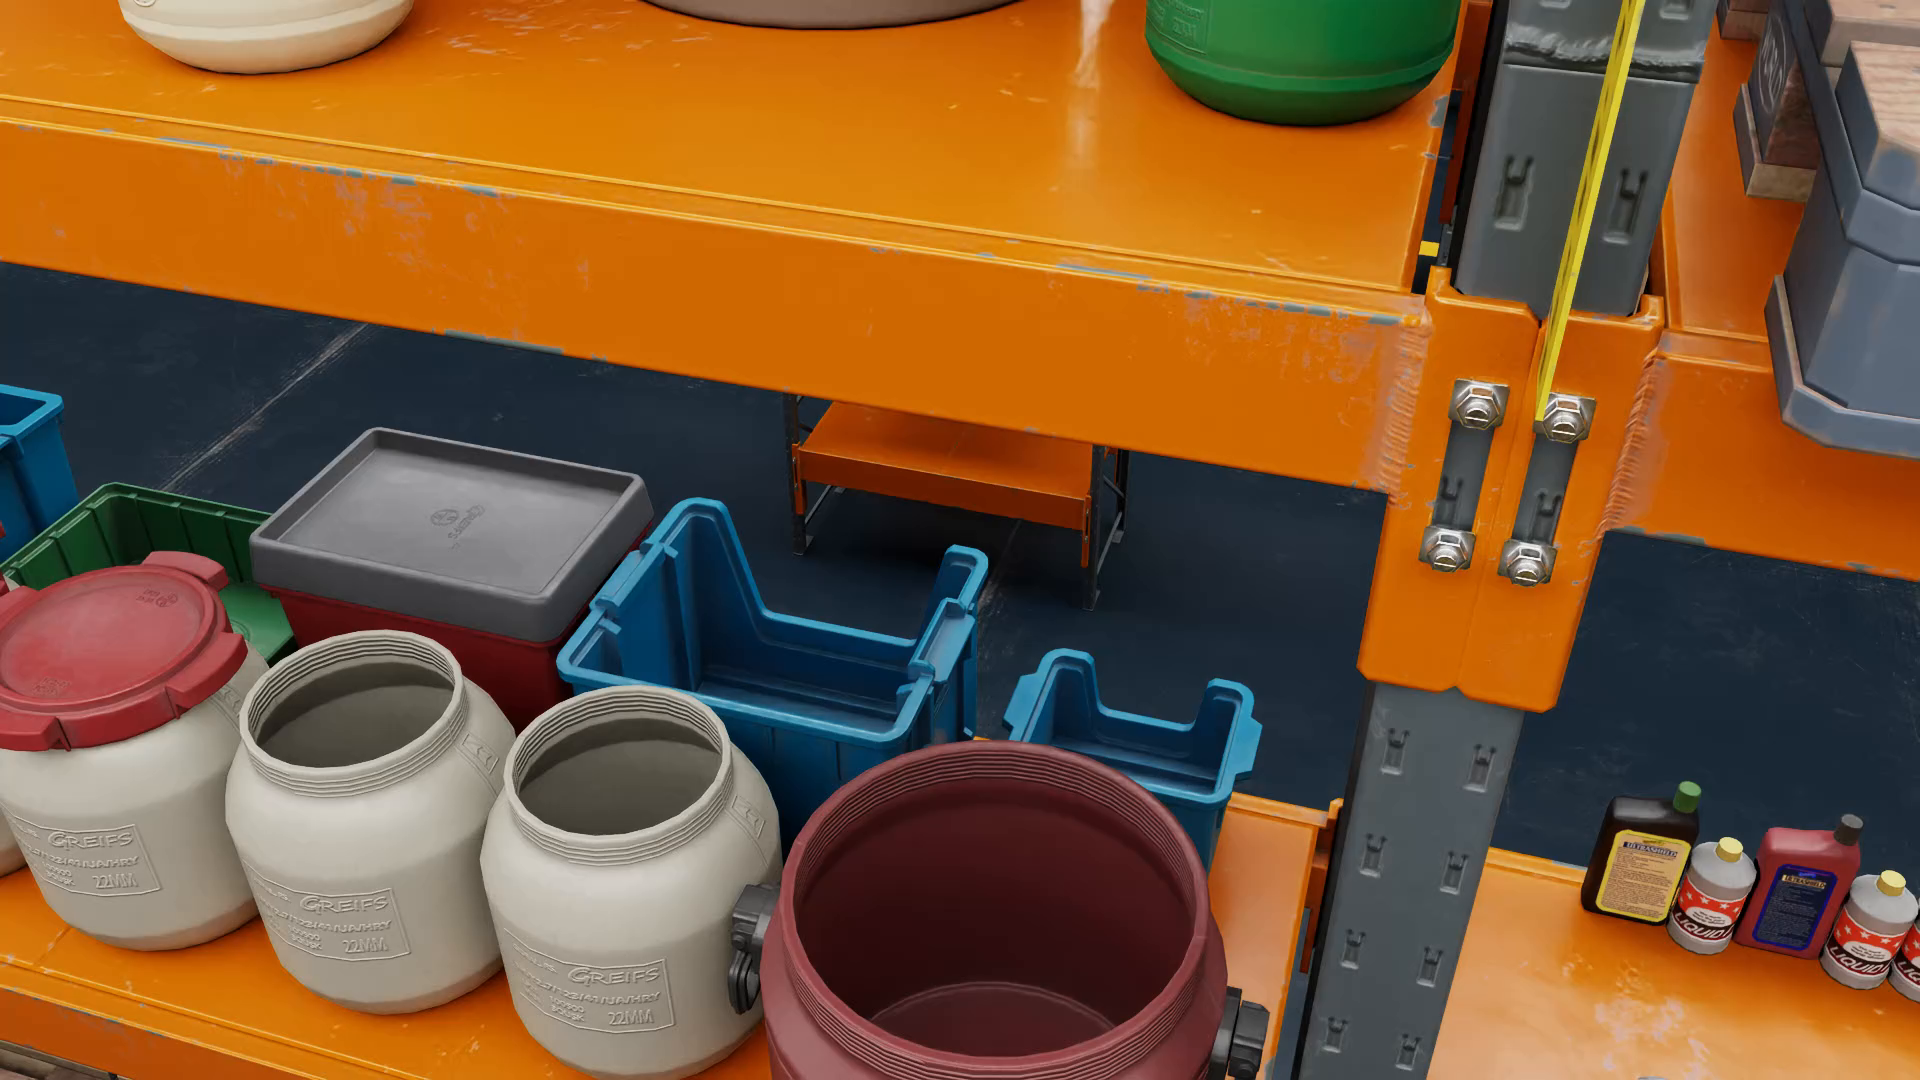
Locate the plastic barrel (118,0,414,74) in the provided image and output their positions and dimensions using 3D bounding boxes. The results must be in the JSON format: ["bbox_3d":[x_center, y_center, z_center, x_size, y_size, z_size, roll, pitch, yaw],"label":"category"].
[{"bbox_3d":[-0.707,-0.632,1.664,0.301,0.262,0.301,0,36,0],"label":"plastic barrel"}]

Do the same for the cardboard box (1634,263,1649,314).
[{"bbox_3d":[2.406,-1.117,6.475,0.500,0.500,0.500,12,38,16],"label":"cardboard box"}]

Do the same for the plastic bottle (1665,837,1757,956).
[{"bbox_3d":[1.194,0.554,2.635,0.097,0.201,0.097,0,36,0],"label":"plastic bottle"}]

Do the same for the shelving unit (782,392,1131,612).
[{"bbox_3d":[0.006,-0.452,5.415,1.048,1.125,0.538,10,38,14],"label":"shelving unit"}]

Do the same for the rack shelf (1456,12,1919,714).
[{"bbox_3d":[2.485,0.048,1.230,4.000,0.370,1.077,10,38,14],"label":"rack shelf"}]

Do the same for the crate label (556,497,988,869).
[{"bbox_3d":[-0.291,0.270,2.823,0.616,0.435,0.502,10,38,14],"label":"crate label"}]

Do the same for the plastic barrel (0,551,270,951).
[{"bbox_3d":[-1.281,0.351,2.629,0.433,0.535,0.433,0,36,0],"label":"plastic barrel"}]

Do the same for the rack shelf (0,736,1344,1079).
[{"bbox_3d":[-1.333,0.549,3.080,4.000,0.370,1.077,10,38,14],"label":"rack shelf"}]

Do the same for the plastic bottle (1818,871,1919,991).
[{"bbox_3d":[1.415,0.595,2.579,0.097,0.201,0.097,0,36,0],"label":"plastic bottle"}]

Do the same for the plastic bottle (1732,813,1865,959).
[{"bbox_3d":[1.310,0.531,2.597,0.133,0.283,0.061,10,38,14],"label":"plastic bottle"}]

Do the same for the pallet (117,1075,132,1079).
[{"bbox_3d":[-1.312,1.360,3.724,1.213,0.211,1.003,10,38,14],"label":"pallet"}]

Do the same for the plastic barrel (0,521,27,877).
[{"bbox_3d":[-1.694,0.274,2.732,0.433,0.535,0.433,0,36,0],"label":"plastic barrel"}]

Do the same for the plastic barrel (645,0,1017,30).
[{"bbox_3d":[-0.143,-1.065,1.713,0.600,0.901,0.600,0,36,0],"label":"plastic barrel"}]

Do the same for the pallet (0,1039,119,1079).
[{"bbox_3d":[-2.481,1.146,4.015,1.213,0.211,1.003,10,38,14],"label":"pallet"}]

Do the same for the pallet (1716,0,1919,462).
[{"bbox_3d":[1.277,-0.328,1.295,1.213,0.211,1.003,10,38,14],"label":"pallet"}]

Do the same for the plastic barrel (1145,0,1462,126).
[{"bbox_3d":[0.325,-0.547,1.564,0.294,0.245,0.294,0,36,0],"label":"plastic barrel"}]

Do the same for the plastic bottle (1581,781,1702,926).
[{"bbox_3d":[1.090,0.490,2.652,0.133,0.283,0.061,10,38,14],"label":"plastic bottle"}]

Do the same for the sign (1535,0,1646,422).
[{"bbox_3d":[0.419,-0.240,1.104,0.005,0.325,0.100,10,38,14],"label":"sign"}]

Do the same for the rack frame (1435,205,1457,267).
[{"bbox_3d":[2.057,-2.189,6.194,0.127,3.000,1.000,10,38,14],"label":"rack frame"}]

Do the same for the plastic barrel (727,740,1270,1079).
[{"bbox_3d":[0.043,0.648,2.225,0.708,0.536,0.600,10,38,14],"label":"plastic barrel"}]

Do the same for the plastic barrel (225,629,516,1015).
[{"bbox_3d":[-0.871,0.433,2.538,0.421,0.512,0.421,0,36,0],"label":"plastic barrel"}]

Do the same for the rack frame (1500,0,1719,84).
[{"bbox_3d":[0.576,-1.803,0.608,0.127,3.000,1.000,10,38,14],"label":"rack frame"}]

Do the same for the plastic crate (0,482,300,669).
[{"bbox_3d":[-1.495,0.139,3.209,0.662,0.188,0.450,10,38,14],"label":"plastic crate"}]

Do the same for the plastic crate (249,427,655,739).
[{"bbox_3d":[-0.875,0.128,2.991,0.583,0.464,0.402,10,38,14],"label":"plastic crate"}]

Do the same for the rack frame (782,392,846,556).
[{"bbox_3d":[-0.479,-0.542,5.537,0.032,1.125,0.500,10,38,14],"label":"rack frame"}]

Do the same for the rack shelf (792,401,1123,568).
[{"bbox_3d":[0.006,-0.255,5.560,1.000,0.278,0.538,10,38,14],"label":"rack shelf"}]

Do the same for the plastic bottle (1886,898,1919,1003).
[{"bbox_3d":[1.507,0.612,2.556,0.097,0.201,0.097,0,36,0],"label":"plastic bottle"}]

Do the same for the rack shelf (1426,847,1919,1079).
[{"bbox_3d":[2.485,1.256,2.120,4.000,0.370,1.077,10,38,14],"label":"rack shelf"}]

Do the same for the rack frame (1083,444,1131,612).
[{"bbox_3d":[0.492,-0.362,5.293,0.032,1.125,0.500,10,38,14],"label":"rack frame"}]

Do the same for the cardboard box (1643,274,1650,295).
[{"bbox_3d":[2.907,-1.028,6.354,0.500,0.500,0.500,9,37,12],"label":"cardboard box"}]

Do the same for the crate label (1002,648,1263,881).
[{"bbox_3d":[0.286,0.394,2.826,0.416,0.233,0.303,10,38,14],"label":"crate label"}]

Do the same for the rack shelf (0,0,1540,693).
[{"bbox_3d":[-1.333,-0.659,2.191,4.000,0.370,1.077,10,38,14],"label":"rack shelf"}]

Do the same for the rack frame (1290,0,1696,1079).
[{"bbox_3d":[0.576,0.613,2.387,0.127,3.000,1.000,10,38,14],"label":"rack frame"}]

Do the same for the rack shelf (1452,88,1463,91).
[{"bbox_3d":[0.148,-2.253,6.887,4.000,0.370,1.077,10,38,14],"label":"rack shelf"}]

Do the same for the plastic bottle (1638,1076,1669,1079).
[{"bbox_3d":[0.938,0.836,2.188,0.135,0.276,0.152,10,38,14],"label":"plastic bottle"}]

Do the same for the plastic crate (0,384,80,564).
[{"bbox_3d":[-2.096,-0.069,3.326,0.575,0.384,0.392,10,38,14],"label":"plastic crate"}]

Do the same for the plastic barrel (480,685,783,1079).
[{"bbox_3d":[-0.469,0.507,2.436,0.421,0.512,0.421,0,36,0],"label":"plastic barrel"}]
